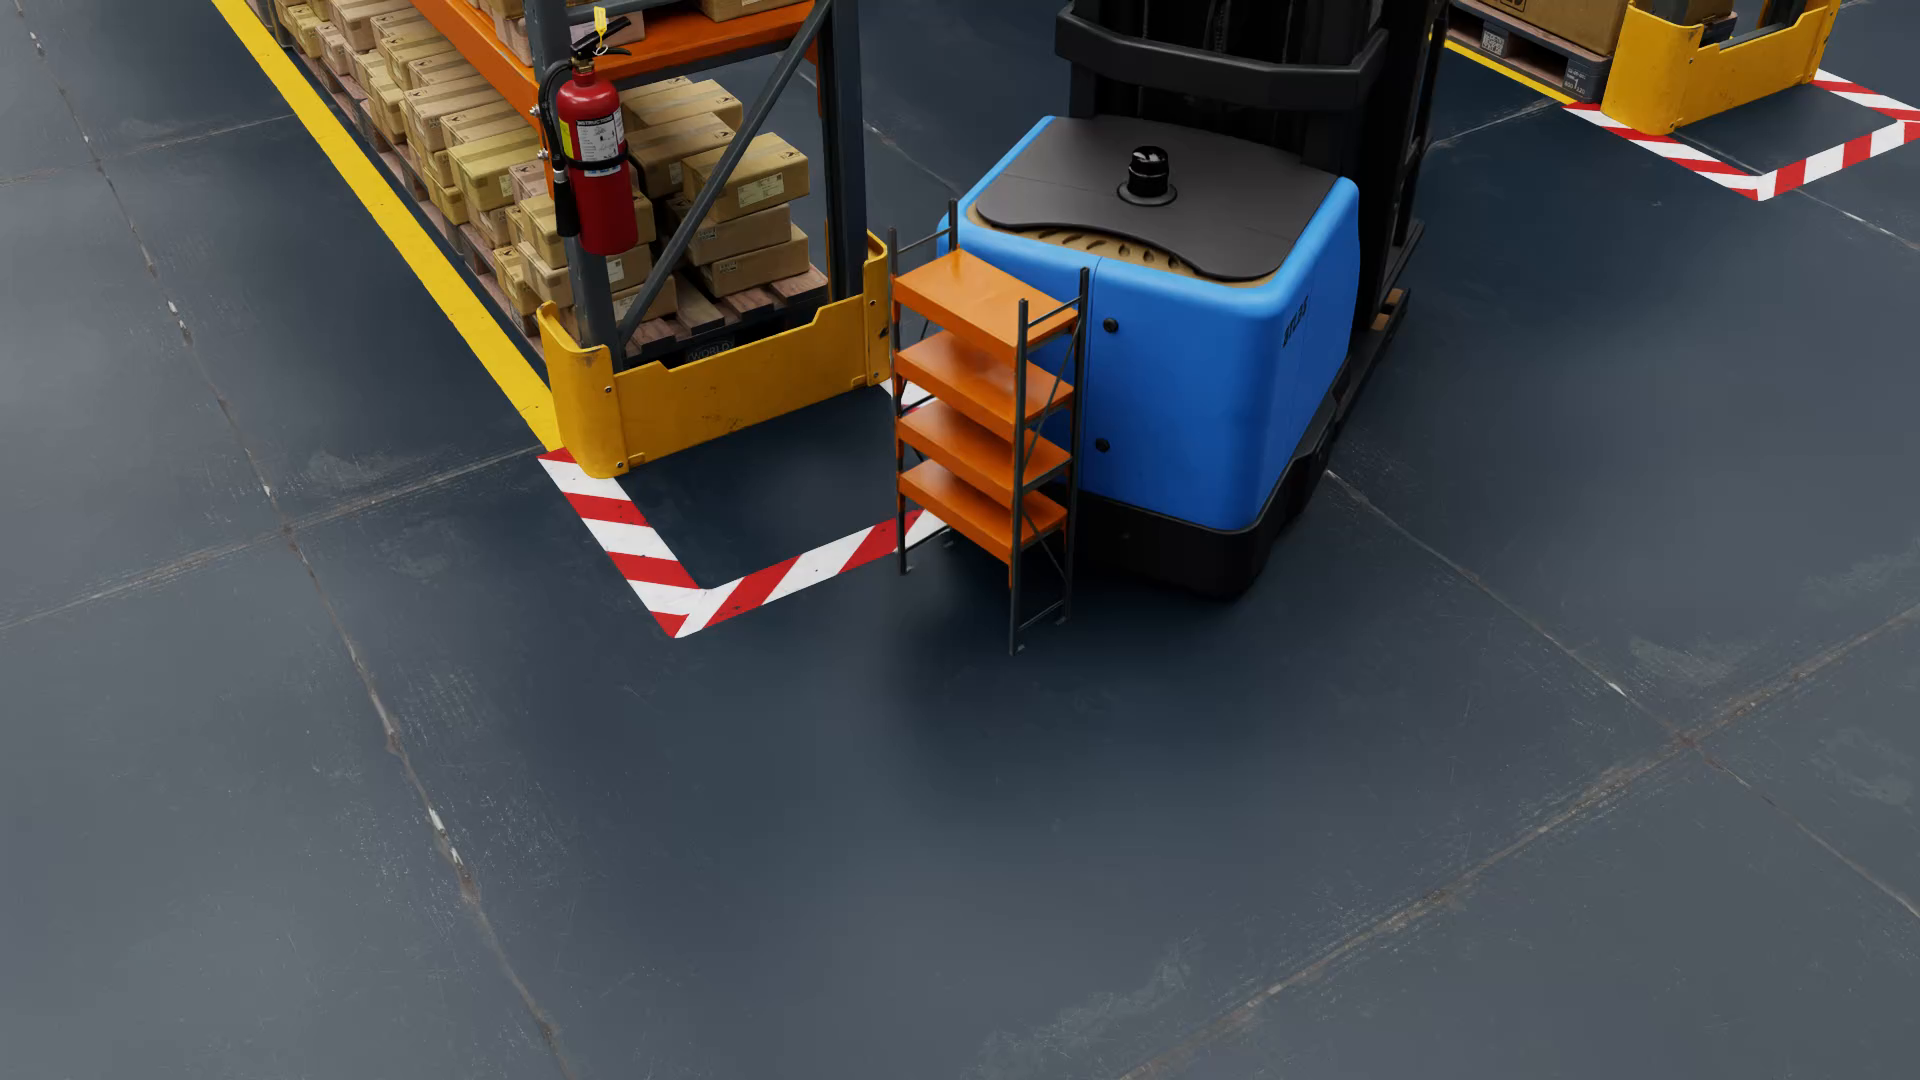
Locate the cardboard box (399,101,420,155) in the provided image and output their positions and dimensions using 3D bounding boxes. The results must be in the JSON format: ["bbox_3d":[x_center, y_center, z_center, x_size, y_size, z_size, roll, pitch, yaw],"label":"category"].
[{"bbox_3d":[-1.979,-1.656,6.561,0.380,0.149,0.250,-20,44,-22],"label":"cardboard box"}]

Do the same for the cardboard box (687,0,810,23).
[{"bbox_3d":[-0.660,-1.781,5.240,0.380,0.149,0.250,-23,45,-25],"label":"cardboard box"}]

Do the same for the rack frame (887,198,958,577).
[{"bbox_3d":[-0.098,-0.404,4.798,0.240,1.200,0.015,-31,49,-32],"label":"rack frame"}]

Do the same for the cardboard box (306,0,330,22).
[{"bbox_3d":[-2.776,-2.517,7.594,0.380,0.149,0.250,-22,45,-24],"label":"cardboard box"}]

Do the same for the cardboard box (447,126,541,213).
[{"bbox_3d":[-1.594,-1.334,5.942,0.380,0.149,0.250,-23,45,-25],"label":"cardboard box"}]

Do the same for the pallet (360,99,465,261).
[{"bbox_3d":[-1.862,-1.668,7.086,1.003,0.211,1.213,-22,45,-24],"label":"pallet"}]

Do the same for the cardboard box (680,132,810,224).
[{"bbox_3d":[-0.758,-1.284,5.882,0.380,0.149,0.250,-24,46,-26],"label":"cardboard box"}]

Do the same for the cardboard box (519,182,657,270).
[{"bbox_3d":[-1.261,-1.083,5.640,0.380,0.149,0.250,-22,44,-24],"label":"cardboard box"}]

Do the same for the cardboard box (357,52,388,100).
[{"bbox_3d":[-2.262,-1.937,6.898,0.380,0.149,0.250,-23,45,-25],"label":"cardboard box"}]

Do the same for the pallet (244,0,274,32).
[{"bbox_3d":[-3.333,-3.097,8.802,1.003,0.211,1.213,-22,45,-24],"label":"pallet"}]

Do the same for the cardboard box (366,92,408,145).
[{"bbox_3d":[-2.256,-1.821,6.991,0.380,0.149,0.250,-23,45,-26],"label":"cardboard box"}]

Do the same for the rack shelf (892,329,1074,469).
[{"bbox_3d":[0.069,-0.411,4.561,0.258,0.148,0.480,-31,49,-32],"label":"rack shelf"}]

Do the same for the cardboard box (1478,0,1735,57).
[{"bbox_3d":[3.062,-2.905,7.725,0.875,0.875,0.875,-22,45,-24],"label":"cardboard box"}]

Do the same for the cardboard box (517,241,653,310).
[{"bbox_3d":[-1.287,-0.956,5.721,0.380,0.149,0.250,-23,45,-25],"label":"cardboard box"}]

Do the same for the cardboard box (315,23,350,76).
[{"bbox_3d":[-2.668,-2.247,7.503,0.380,0.149,0.250,-22,45,-25],"label":"cardboard box"}]

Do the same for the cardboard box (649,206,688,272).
[{"bbox_3d":[-0.984,-1.162,6.200,0.380,0.149,0.250,-22,45,-25],"label":"cardboard box"}]

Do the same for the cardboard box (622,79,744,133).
[{"bbox_3d":[-1.035,-1.571,6.227,0.380,0.149,0.250,-22,45,-25],"label":"cardboard box"}]

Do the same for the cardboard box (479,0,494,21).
[{"bbox_3d":[-1.278,-1.719,5.166,0.380,0.149,0.250,-22,45,-24],"label":"cardboard box"}]

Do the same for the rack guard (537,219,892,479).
[{"bbox_3d":[-0.803,-0.670,5.664,1.175,0.500,0.348,-22,45,-24],"label":"rack guard"}]

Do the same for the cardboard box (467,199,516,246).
[{"bbox_3d":[-1.568,-1.236,6.057,0.380,0.149,0.250,-24,45,-26],"label":"cardboard box"}]

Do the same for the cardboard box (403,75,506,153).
[{"bbox_3d":[-1.871,-1.621,6.287,0.380,0.149,0.250,-21,44,-23],"label":"cardboard box"}]

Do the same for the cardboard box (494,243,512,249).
[{"bbox_3d":[-1.514,-1.144,6.179,0.380,0.149,0.250,-22,45,-25],"label":"cardboard box"}]

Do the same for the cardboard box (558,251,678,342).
[{"bbox_3d":[-1.221,-0.868,5.847,0.380,0.149,0.250,-21,44,-24],"label":"cardboard box"}]

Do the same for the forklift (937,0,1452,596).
[{"bbox_3d":[1.016,-1.900,5.240,1.130,2.935,3.031,17,43,20],"label":"forklift"}]

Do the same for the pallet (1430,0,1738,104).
[{"bbox_3d":[2.978,-2.576,8.176,1.003,0.211,1.213,-22,45,-24],"label":"pallet"}]

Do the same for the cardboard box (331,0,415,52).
[{"bbox_3d":[-2.400,-2.199,6.980,0.380,0.149,0.250,-21,44,-24],"label":"cardboard box"}]

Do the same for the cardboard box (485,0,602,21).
[{"bbox_3d":[-1.221,-1.896,4.872,0.500,0.500,0.500,-21,44,-24],"label":"cardboard box"}]

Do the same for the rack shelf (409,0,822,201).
[{"bbox_3d":[-1.838,-2.393,6.340,1.077,0.370,4.000,-22,45,-24],"label":"rack shelf"}]

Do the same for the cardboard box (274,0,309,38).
[{"bbox_3d":[-2.988,-2.507,7.815,0.380,0.149,0.250,-24,46,-26],"label":"cardboard box"}]

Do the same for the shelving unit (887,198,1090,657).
[{"bbox_3d":[0.069,-0.290,4.661,0.258,1.200,0.503,-31,49,-32],"label":"shelving unit"}]

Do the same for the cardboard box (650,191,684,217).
[{"bbox_3d":[-0.927,-1.308,6.143,0.380,0.149,0.250,-22,45,-25],"label":"cardboard box"}]

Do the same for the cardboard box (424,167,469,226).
[{"bbox_3d":[-1.848,-1.389,6.473,0.380,0.149,0.250,-24,46,-26],"label":"cardboard box"}]

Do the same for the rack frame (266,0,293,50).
[{"bbox_3d":[-2.913,-3.748,7.405,1.000,3.000,0.127,-22,45,-24],"label":"rack frame"}]

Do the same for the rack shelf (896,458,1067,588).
[{"bbox_3d":[0.069,-0.086,4.831,0.258,0.148,0.480,-31,49,-32],"label":"rack shelf"}]

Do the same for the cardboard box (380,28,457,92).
[{"bbox_3d":[-2.084,-1.934,6.661,0.380,0.149,0.250,-22,45,-24],"label":"cardboard box"}]
